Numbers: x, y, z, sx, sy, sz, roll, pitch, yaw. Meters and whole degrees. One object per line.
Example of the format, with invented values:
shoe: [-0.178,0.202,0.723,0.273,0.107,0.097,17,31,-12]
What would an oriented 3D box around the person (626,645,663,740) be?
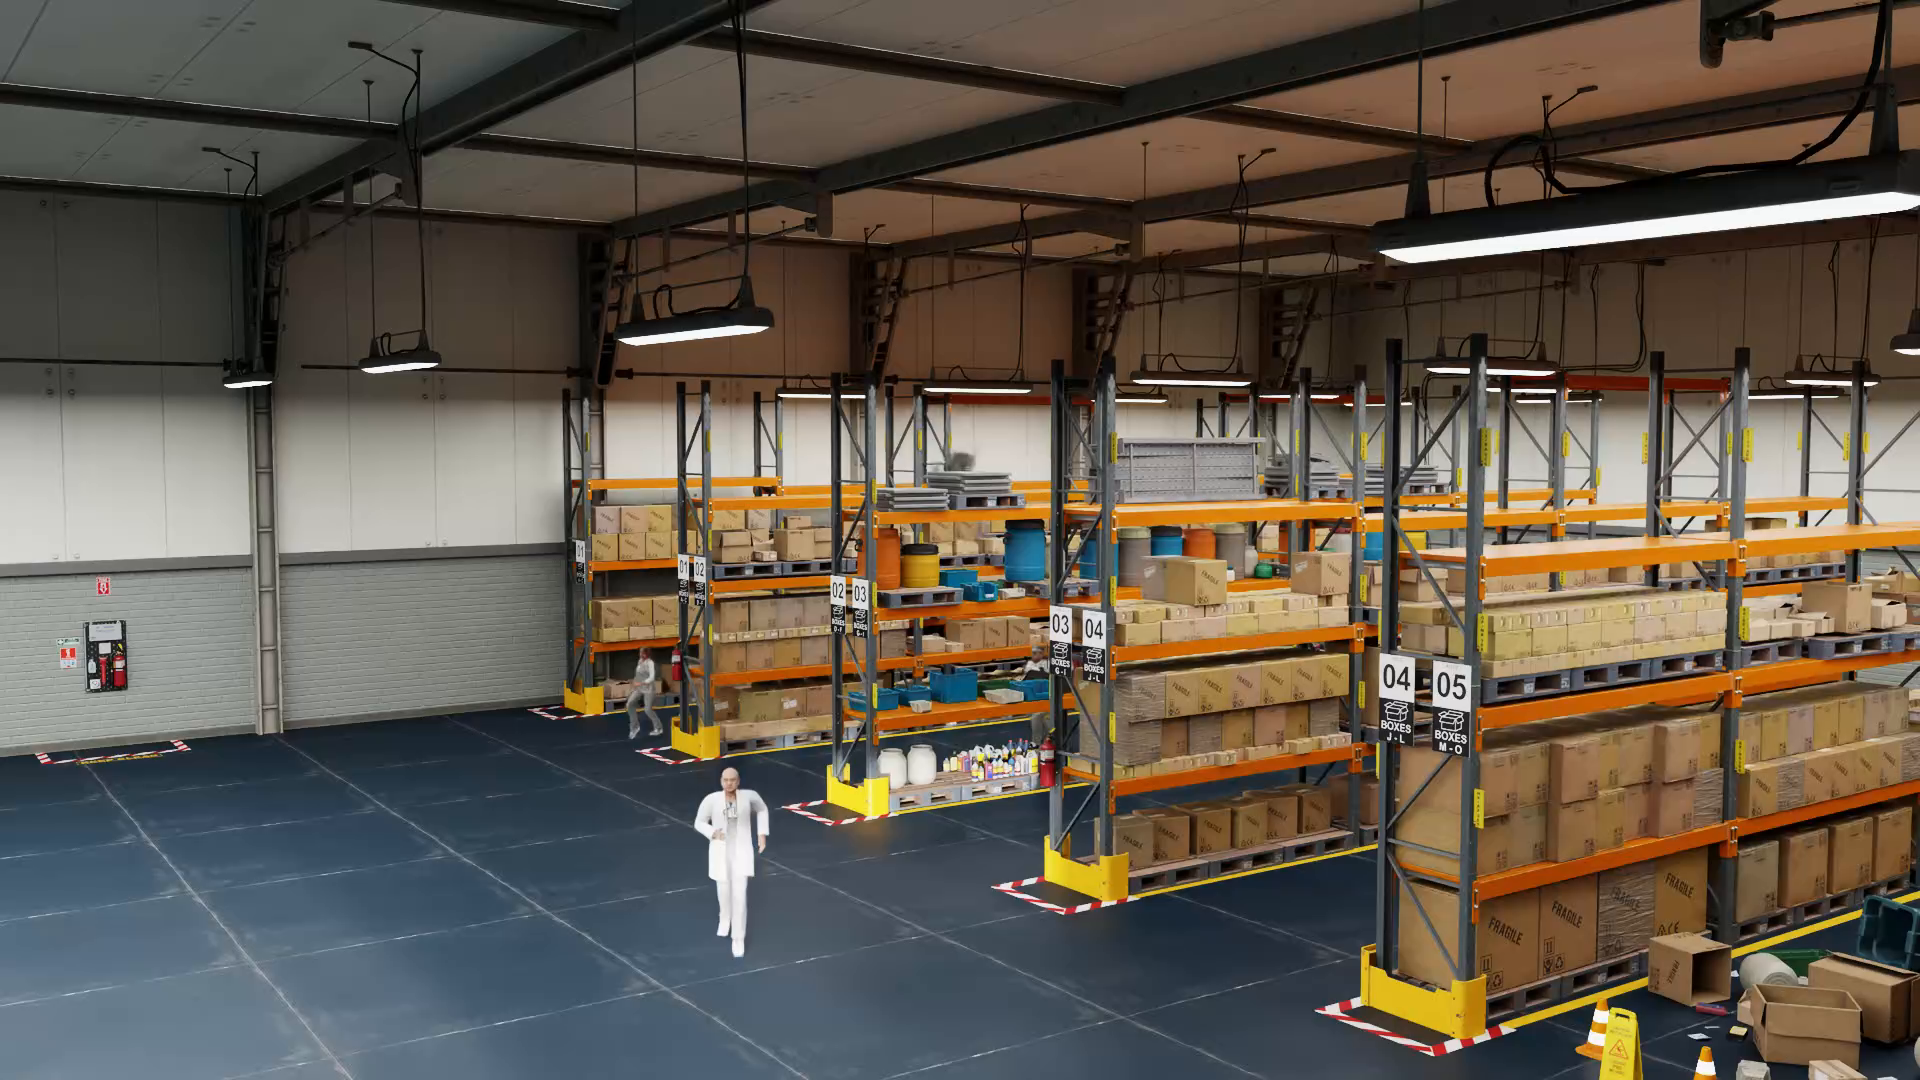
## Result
person: [-5.310,2.571,28.112,0.646,1.609,0.543,-4,5,-44]

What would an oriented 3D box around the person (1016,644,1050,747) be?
person: [1.269,2.569,26.737,0.866,1.833,0.603,-3,5,-39]

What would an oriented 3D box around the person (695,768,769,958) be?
person: [-2.297,3.200,16.780,0.736,1.845,0.887,0,4,-5]
